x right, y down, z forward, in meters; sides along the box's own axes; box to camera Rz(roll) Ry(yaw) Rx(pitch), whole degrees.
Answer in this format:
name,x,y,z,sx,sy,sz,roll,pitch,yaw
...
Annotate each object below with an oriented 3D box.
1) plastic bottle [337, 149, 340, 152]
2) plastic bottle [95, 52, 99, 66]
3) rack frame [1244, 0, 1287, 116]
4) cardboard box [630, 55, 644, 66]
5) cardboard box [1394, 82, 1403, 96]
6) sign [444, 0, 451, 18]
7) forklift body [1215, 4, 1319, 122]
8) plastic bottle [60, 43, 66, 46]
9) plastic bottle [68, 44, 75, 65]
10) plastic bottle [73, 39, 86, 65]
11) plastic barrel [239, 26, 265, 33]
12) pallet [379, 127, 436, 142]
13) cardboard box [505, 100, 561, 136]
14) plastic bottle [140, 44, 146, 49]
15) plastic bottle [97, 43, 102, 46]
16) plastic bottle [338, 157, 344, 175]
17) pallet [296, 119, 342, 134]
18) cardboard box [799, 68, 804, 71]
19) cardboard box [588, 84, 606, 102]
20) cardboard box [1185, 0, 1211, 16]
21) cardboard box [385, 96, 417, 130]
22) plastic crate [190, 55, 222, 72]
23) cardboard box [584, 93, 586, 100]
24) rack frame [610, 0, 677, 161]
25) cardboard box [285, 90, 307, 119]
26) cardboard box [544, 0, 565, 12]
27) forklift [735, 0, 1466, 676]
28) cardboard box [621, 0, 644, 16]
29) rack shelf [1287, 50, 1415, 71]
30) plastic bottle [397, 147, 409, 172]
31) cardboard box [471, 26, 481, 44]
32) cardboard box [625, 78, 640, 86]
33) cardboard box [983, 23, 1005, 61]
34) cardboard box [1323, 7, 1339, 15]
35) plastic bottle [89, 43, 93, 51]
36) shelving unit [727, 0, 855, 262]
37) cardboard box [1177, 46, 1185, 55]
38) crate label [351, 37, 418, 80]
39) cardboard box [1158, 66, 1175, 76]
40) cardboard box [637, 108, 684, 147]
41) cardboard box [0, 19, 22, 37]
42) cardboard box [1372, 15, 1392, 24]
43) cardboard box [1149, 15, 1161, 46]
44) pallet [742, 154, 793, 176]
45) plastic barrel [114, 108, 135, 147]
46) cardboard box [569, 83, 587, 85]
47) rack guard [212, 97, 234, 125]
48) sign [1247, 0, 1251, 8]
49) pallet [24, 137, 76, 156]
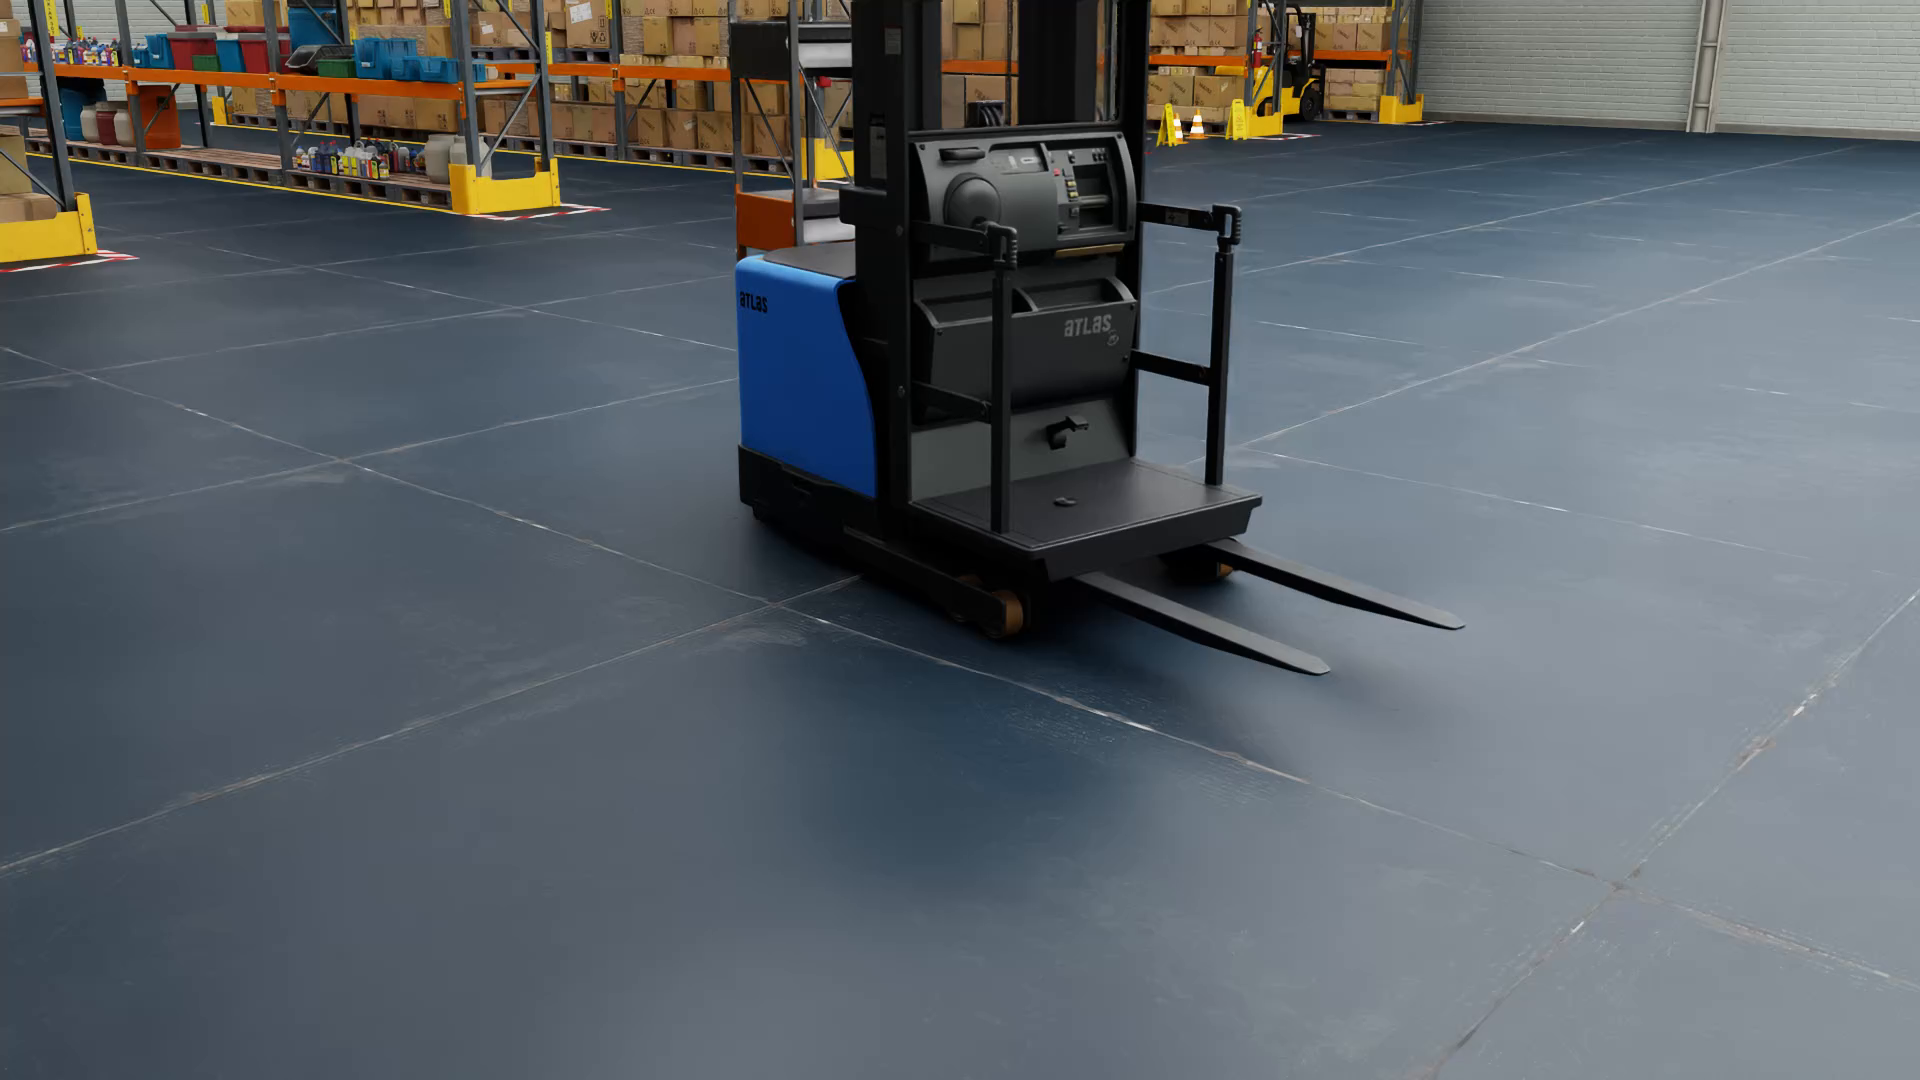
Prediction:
name,x,y,z,sx,sy,sz,roll,pitch,yaw
plastic bottle,-7.216,-4.415,19.348,0.097,0.271,0.097,0,18,0
plastic bottle,-11.776,-6.589,22.743,0.097,0.201,0.097,0,18,0
rack frame,5.124,-8.323,27.879,0.127,3.000,1.000,15,23,39
cardboard box,-4.306,-6.600,22.865,0.250,0.149,0.380,15,23,39
cardboard box,8.202,-8.716,32.142,0.500,0.250,0.500,16,23,40
sign,-7.803,-8.113,25.303,0.005,0.325,0.100,15,23,39
forklift body,5.787,-9.010,31.447,1.214,2.155,2.313,15,23,39
plastic bottle,-12.830,-6.980,23.852,0.135,0.276,0.152,15,23,39
plastic bottle,-12.404,-6.789,23.238,0.133,0.283,0.061,15,23,39
plastic bottle,-12.257,-6.799,23.157,0.185,0.351,0.144,15,23,39
plastic barrel,-8.852,-6.217,21.019,0.433,0.535,0.433,0,18,0
pallet,-8.885,-6.779,27.622,1.213,0.211,1.003,15,23,39
cardboard box,-6.500,-6.467,25.436,0.500,0.500,0.700,13,22,35
plastic bottle,-11.521,-6.861,23.484,0.097,0.271,0.097,0,18,0
plastic bottle,-12.557,-7.130,24.325,0.135,0.276,0.152,15,23,39
plastic bottle,-7.067,-4.283,19.049,0.097,0.201,0.097,0,18,0
pallet,-10.946,-7.332,29.365,1.213,0.211,1.003,15,23,39
cardboard box,-1.804,-5.972,20.885,0.250,0.149,0.380,15,23,39
cardboard box,-6.685,-8.393,31.536,0.500,0.500,0.500,16,24,41
cardboard box,4.224,-9.146,28.161,0.500,0.500,0.700,15,23,40
cardboard box,-8.601,-7.199,27.154,0.875,0.875,1.225,15,23,39
plastic crate,-9.223,-5.948,20.746,0.662,0.188,0.450,15,23,39
cardboard box,-7.369,-8.751,32.754,0.250,0.149,0.380,15,23,40
rack frame,-4.446,-6.884,23.345,0.127,3.000,1.000,15,23,39
cardboard box,-11.543,-8.009,29.708,0.875,0.875,0.875,15,23,39
cardboard box,-7.592,-10.292,31.771,0.500,0.500,0.500,14,22,37
forklift,0.370,-1.233,5.652,1.130,2.935,3.031,-13,22,-35
cardboard box,-4.278,-7.402,22.667,0.500,0.500,0.500,15,23,39
rack shelf,6.920,-9.506,32.794,4.000,0.370,1.077,15,23,39
plastic bottle,-6.556,-4.474,19.526,0.135,0.276,0.152,16,23,40
cardboard box,-7.620,-7.894,26.362,0.500,0.500,0.500,16,24,41
cardboard box,-5.905,-8.541,30.762,0.500,0.250,0.500,16,24,41
cardboard box,0.845,-7.565,25.242,0.550,0.550,0.875,15,23,39
cardboard box,7.184,-10.153,31.914,0.250,0.149,0.380,16,23,41
plastic bottle,-12.626,-7.096,24.225,0.097,0.271,0.097,0,18,0
shelving unit,-0.660,-1.274,7.155,0.431,2.100,0.503,-13,22,-35
cardboard box,3.951,-8.440,28.663,0.250,0.149,0.380,15,23,40
crate label,-6.298,-5.286,18.249,0.616,0.435,0.502,15,23,39
cardboard box,3.651,-8.144,28.854,0.250,0.149,0.380,16,24,42
cardboard box,-4.173,-5.804,23.378,0.500,0.500,0.500,14,22,38
cardboard box,-8.183,-4.325,14.043,0.250,0.149,0.380,15,23,39
cardboard box,7.971,-9.810,31.326,0.250,0.149,0.380,15,23,40
cardboard box,3.425,-8.868,28.939,0.500,0.500,0.500,15,23,40
pallet,-2.095,-4.938,21.823,1.213,0.211,1.003,15,23,39
plastic barrel,-11.584,-5.769,23.248,0.421,0.512,0.421,0,18,0
cardboard box,-7.570,-8.942,32.863,0.250,0.149,0.380,15,23,39
rack guard,-13.439,-8.107,31.330,0.348,0.500,1.175,15,23,39
sign,4.741,-8.904,27.273,0.005,0.325,0.100,15,23,39
pallet,-13.167,-5.876,24.779,1.213,0.211,1.003,15,23,39
